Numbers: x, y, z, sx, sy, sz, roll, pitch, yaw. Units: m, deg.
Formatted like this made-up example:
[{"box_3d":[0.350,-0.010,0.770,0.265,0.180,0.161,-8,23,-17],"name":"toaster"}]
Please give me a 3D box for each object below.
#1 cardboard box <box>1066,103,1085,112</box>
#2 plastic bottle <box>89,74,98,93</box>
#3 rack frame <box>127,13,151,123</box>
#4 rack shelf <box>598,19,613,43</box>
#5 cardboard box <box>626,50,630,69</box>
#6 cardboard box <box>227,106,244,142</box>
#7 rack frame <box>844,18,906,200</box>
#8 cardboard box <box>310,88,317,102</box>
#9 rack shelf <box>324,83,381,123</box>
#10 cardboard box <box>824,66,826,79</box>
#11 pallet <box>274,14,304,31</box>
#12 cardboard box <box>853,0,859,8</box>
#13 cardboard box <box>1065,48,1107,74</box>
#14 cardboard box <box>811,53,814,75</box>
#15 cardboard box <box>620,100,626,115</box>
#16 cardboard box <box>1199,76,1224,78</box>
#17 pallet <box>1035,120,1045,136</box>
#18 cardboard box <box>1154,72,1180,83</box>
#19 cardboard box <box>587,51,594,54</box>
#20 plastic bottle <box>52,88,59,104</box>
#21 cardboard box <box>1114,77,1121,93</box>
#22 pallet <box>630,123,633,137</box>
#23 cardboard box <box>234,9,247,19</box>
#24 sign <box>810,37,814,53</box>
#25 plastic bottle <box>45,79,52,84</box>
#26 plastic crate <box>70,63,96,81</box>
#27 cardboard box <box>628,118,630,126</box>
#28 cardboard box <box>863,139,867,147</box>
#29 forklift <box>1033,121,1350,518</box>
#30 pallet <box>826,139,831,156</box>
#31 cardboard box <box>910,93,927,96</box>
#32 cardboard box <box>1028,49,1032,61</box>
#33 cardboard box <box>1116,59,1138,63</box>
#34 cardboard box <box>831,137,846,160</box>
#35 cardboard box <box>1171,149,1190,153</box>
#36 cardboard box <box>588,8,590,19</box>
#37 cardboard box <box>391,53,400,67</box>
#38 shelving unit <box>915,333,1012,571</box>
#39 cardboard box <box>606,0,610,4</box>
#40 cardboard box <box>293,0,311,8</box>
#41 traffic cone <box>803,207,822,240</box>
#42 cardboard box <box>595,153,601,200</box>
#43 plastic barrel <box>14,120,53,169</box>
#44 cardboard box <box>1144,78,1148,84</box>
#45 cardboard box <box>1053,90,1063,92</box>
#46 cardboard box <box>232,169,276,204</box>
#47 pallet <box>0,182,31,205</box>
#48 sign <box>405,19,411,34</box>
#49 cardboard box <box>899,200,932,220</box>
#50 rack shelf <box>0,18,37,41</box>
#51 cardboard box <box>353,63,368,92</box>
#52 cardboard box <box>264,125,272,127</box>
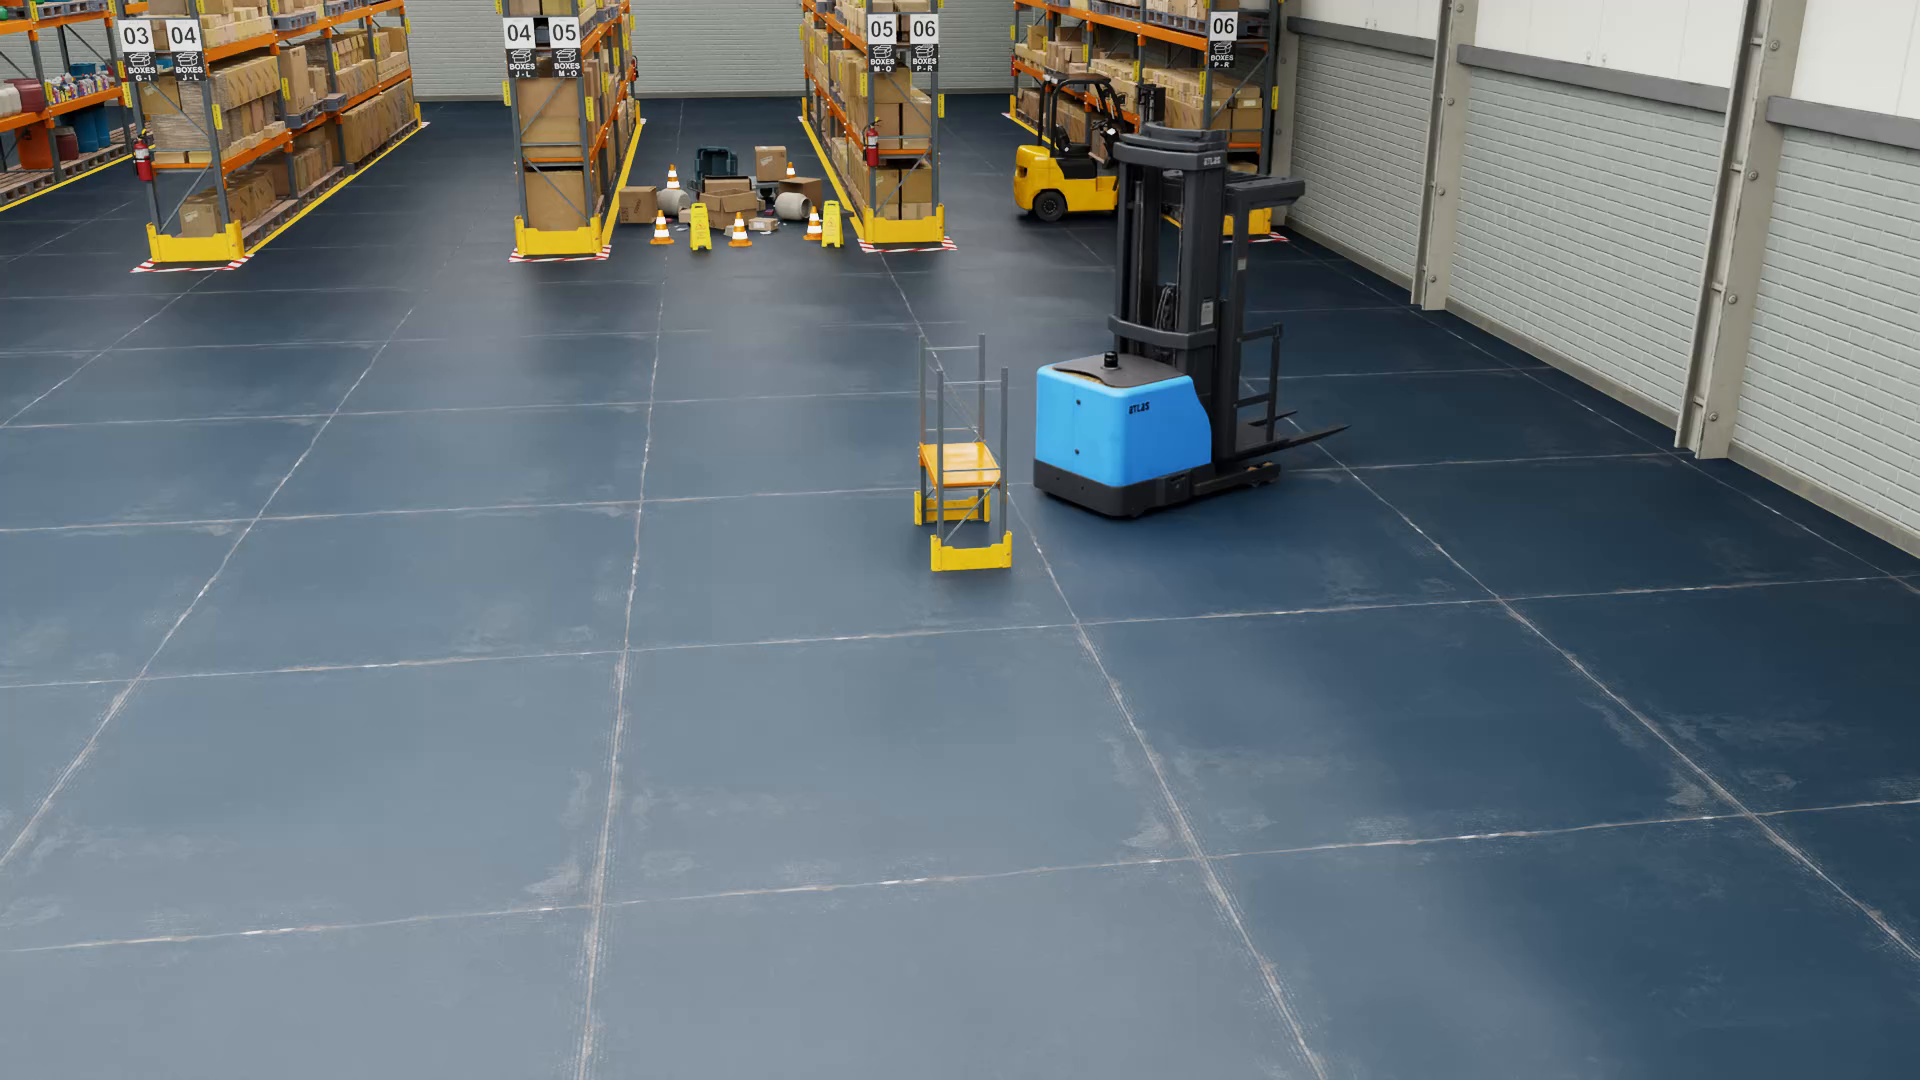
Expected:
[{"box_3d":[2.402,-8.960,34.465,0.380,0.149,0.250,-2,21,-6],"name":"cardboard box"},{"box_3d":[-16.773,-8.827,32.134,0.144,0.351,0.185,-3,21,-8],"name":"plastic bottle"},{"box_3d":[-17.832,-10.601,36.813,1.000,3.000,0.127,-3,21,-8],"name":"rack frame"},{"box_3d":[-6.567,-8.672,28.389,1.077,0.370,4.000,-3,21,-8],"name":"rack shelf"},{"box_3d":[-7.369,-10.399,35.703,0.500,0.500,0.500,-3,21,-9],"name":"cardboard box"},{"box_3d":[-10.897,-6.032,24.010,0.875,0.500,0.500,-3,21,-8],"name":"cardboard box"},{"box_3d":[-1.395,-7.196,27.696,1.000,3.000,0.127,-3,21,-8],"name":"rack frame"},{"box_3d":[-11.270,-7.651,28.506,0.396,0.266,0.258,-4,21,-9],"name":"cardboard box"},{"box_3d":[-12.066,-8.437,32.045,1.077,0.370,4.000,-3,21,-8],"name":"rack shelf"},{"box_3d":[-2.370,-9.077,32.232,0.500,0.250,0.500,-3,21,-9],"name":"cardboard box"},{"box_3d":[-11.185,-8.232,26.452,1.213,0.211,1.003,-3,21,-8],"name":"pallet"},{"box_3d":[-1.413,-8.104,25.058,0.380,0.149,0.250,-2,21,-6],"name":"cardboard box"},{"box_3d":[2.522,-9.633,33.474,0.797,0.503,0.637,-3,21,-9],"name":"cardboard box"},{"box_3d":[-2.947,-10.338,35.966,0.500,0.500,0.500,-3,21,-9],"name":"cardboard box"},{"box_3d":[-7.074,-8.813,33.926,0.500,0.250,0.500,-3,21,-9],"name":"cardboard box"},{"box_3d":[4.020,-7.308,26.501,0.380,0.149,0.250,-2,21,-6],"name":"cardboard box"},{"box_3d":[2.265,-9.149,36.910,1.003,0.211,1.213,-3,21,-8],"name":"pallet"},{"box_3d":[3.377,-7.544,27.133,0.380,0.149,0.250,-2,21,-7],"name":"cardboard box"},{"box_3d":[-6.576,-8.126,28.614,0.700,0.500,0.500,-3,21,-8],"name":"cardboard box"},{"box_3d":[-16.424,-8.059,30.173,0.061,0.283,0.133,-3,21,-8],"name":"plastic bottle"},{"box_3d":[3.044,-8.124,29.679,0.500,0.250,0.500,-3,21,-7],"name":"cardboard box"},{"box_3d":[-7.743,-9.029,36.589,1.003,0.211,1.213,-3,21,-8],"name":"pallet"},{"box_3d":[-10.769,-7.753,24.544,0.380,0.149,0.250,-2,21,-6],"name":"cardboard box"},{"box_3d":[-3.097,-10.380,34.870,0.100,0.325,0.005,-3,21,-8],"name":"sign"},{"box_3d":[-17.432,-8.658,31.787,0.152,0.276,0.135,-3,21,-8],"name":"plastic bottle"},{"box_3d":[-17.660,-9.381,33.484,0.392,0.384,0.575,-3,21,-8],"name":"plastic crate"},{"box_3d":[-7.167,-8.823,35.102,0.380,0.149,0.250,-2,21,-5],"name":"cardboard box"},{"box_3d":[-1.230,-5.894,24.569,0.380,0.149,0.250,-3,21,-8],"name":"cardboard box"},{"box_3d":[2.078,-1.947,13.740,3.031,2.935,1.130,-15,25,-35],"name":"forklift"},{"box_3d":[-2.183,-7.973,33.761,1.003,0.211,1.213,-3,21,-8],"name":"pallet"},{"box_3d":[-0.764,-6.531,25.346,0.500,0.500,0.500,-3,21,-9],"name":"cardboard box"},{"box_3d":[1.830,-10.975,37.603,0.500,0.250,0.500,-3,21,-9],"name":"cardboard box"},{"box_3d":[3.187,-9.081,31.672,0.380,0.149,0.250,-2,21,-6],"name":"cardboard box"},{"box_3d":[-1.900,-7.350,31.265,0.950,0.372,0.625,-4,21,-11],"name":"cardboard box"},{"box_3d":[3.491,-6.110,26.688,0.500,0.250,0.500,-3,21,-9],"name":"cardboard box"},{"box_3d":[-5.689,-7.804,24.653,0.380,0.149,0.250,-3,21,-8],"name":"cardboard box"},{"box_3d":[-12.452,-10.414,36.100,0.500,0.250,0.500,-4,21,-10],"name":"cardboard box"},{"box_3d":[0.011,-0.676,12.383,0.587,1.500,1.083,-3,21,-8],"name":"shelving unit"},{"box_3d":[-6.407,-9.556,29.113,0.500,0.311,0.500,-3,21,-8],"name":"cardboard box"},{"box_3d":[-11.321,-9.266,28.092,0.500,0.500,0.500,-3,21,-7],"name":"cardboard box"},{"box_3d":[-2.157,-4.706,24.656,0.336,0.463,0.334,-3,21,-8],"name":"traffic cone"},{"box_3d":[-6.257,-5.891,26.639,0.875,0.875,0.875,-3,21,-7],"name":"cardboard box"},{"box_3d":[-16.766,-7.180,30.154,0.600,0.830,0.708,-3,21,-8],"name":"plastic barrel"},{"box_3d":[3.302,-7.675,27.907,0.380,0.149,0.250,-3,21,-9],"name":"cardboard box"},{"box_3d":[2.212,-9.552,35.623,0.380,0.149,0.250,-3,21,-9],"name":"cardboard box"},{"box_3d":[-11.183,-5.581,26.345,0.500,0.500,0.500,-4,21,-9],"name":"cardboard box"},{"box_3d":[-16.433,-5.833,28.033,1.003,0.211,1.213,-3,21,-8],"name":"pallet"},{"box_3d":[-12.392,-11.527,37.298,0.100,0.325,0.005,-3,21,-8],"name":"sign"},{"box_3d":[-0.661,-5.013,25.180,0.500,0.250,0.500,-3,21,-8],"name":"cardboard box"},{"box_3d":[-16.391,-8.207,27.144,1.077,0.370,4.000,-3,21,-8],"name":"rack shelf"},{"box_3d":[-11.870,-9.012,32.416,0.500,0.500,0.500,-3,21,-8],"name":"cardboard box"},{"box_3d":[-10.876,-6.342,25.769,0.380,0.149,0.250,-3,21,-8],"name":"cardboard box"}]
